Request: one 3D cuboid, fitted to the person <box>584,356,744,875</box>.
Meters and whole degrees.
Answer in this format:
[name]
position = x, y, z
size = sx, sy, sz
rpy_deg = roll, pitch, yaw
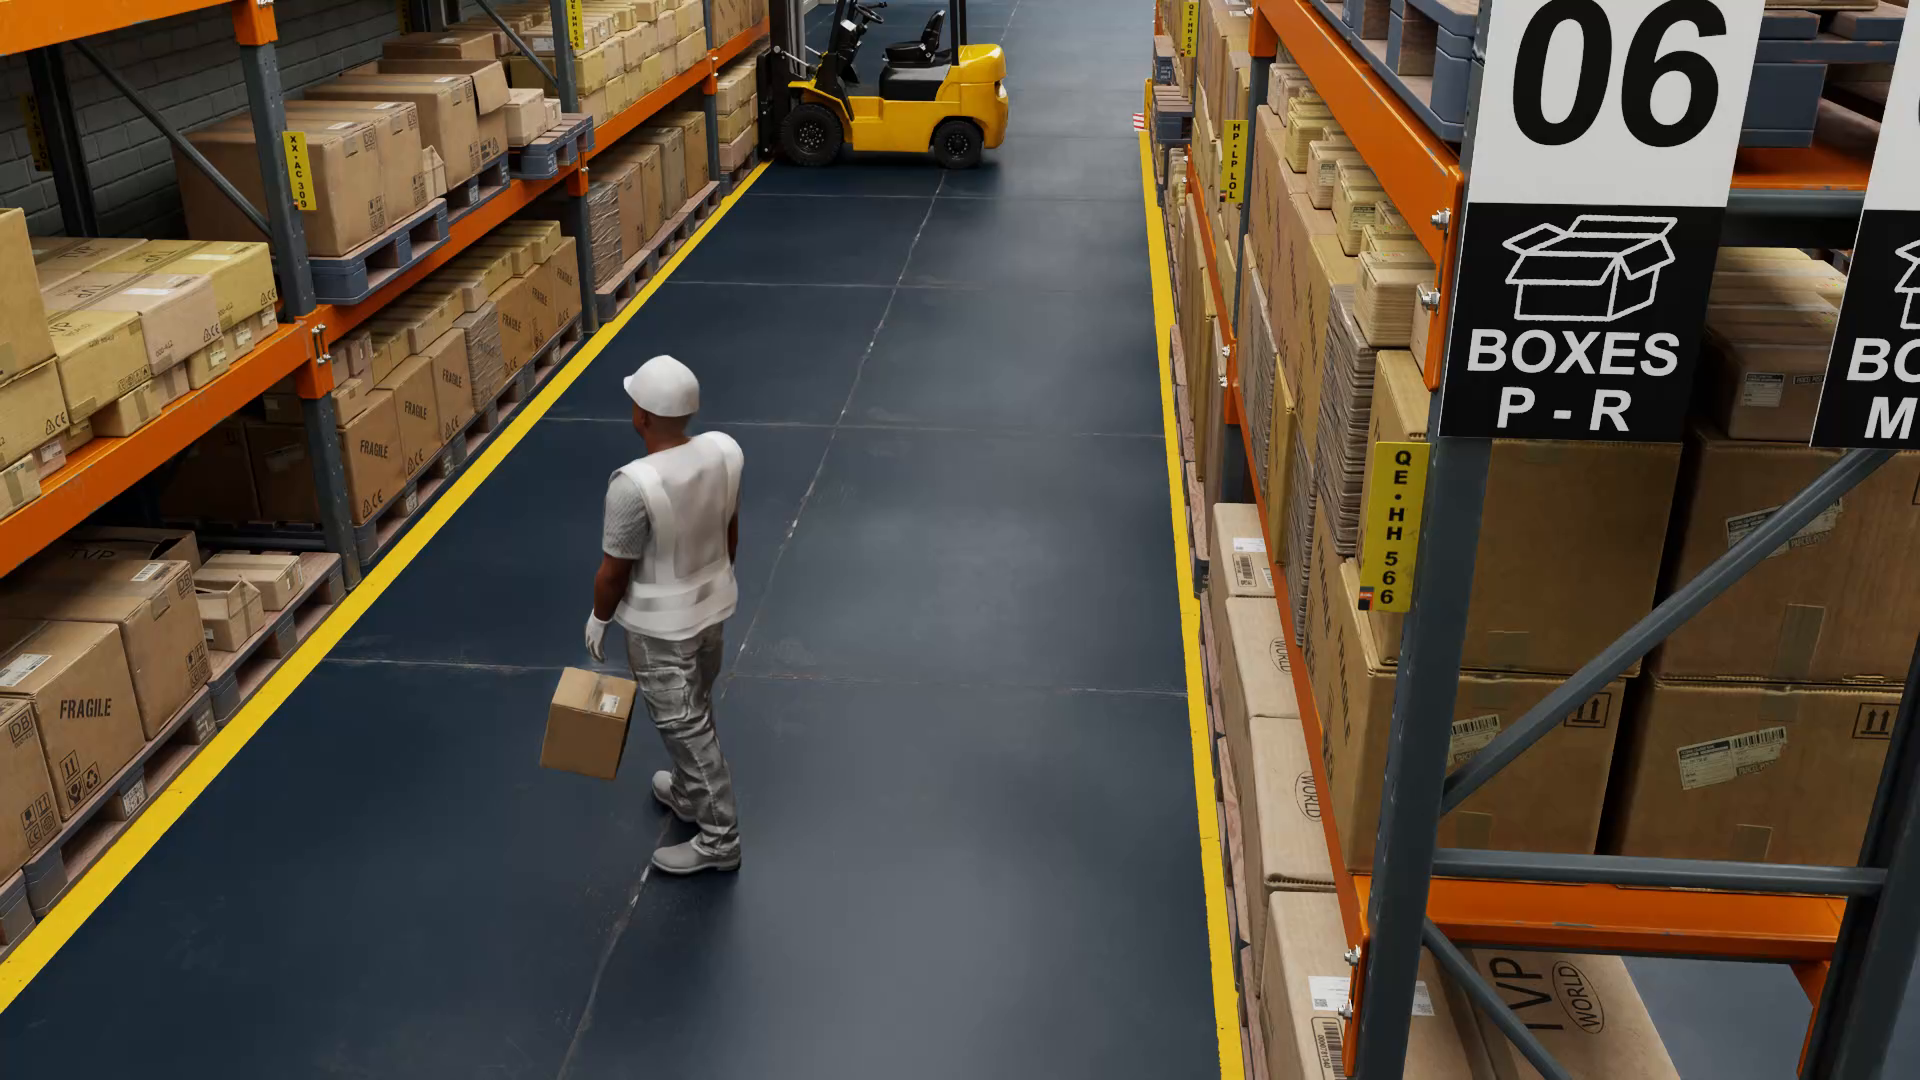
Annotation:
[person]
position = -0.963, 0.228, 5.569
size = 0.616, 1.789, 0.642
rpy_deg = 15, 28, 30
